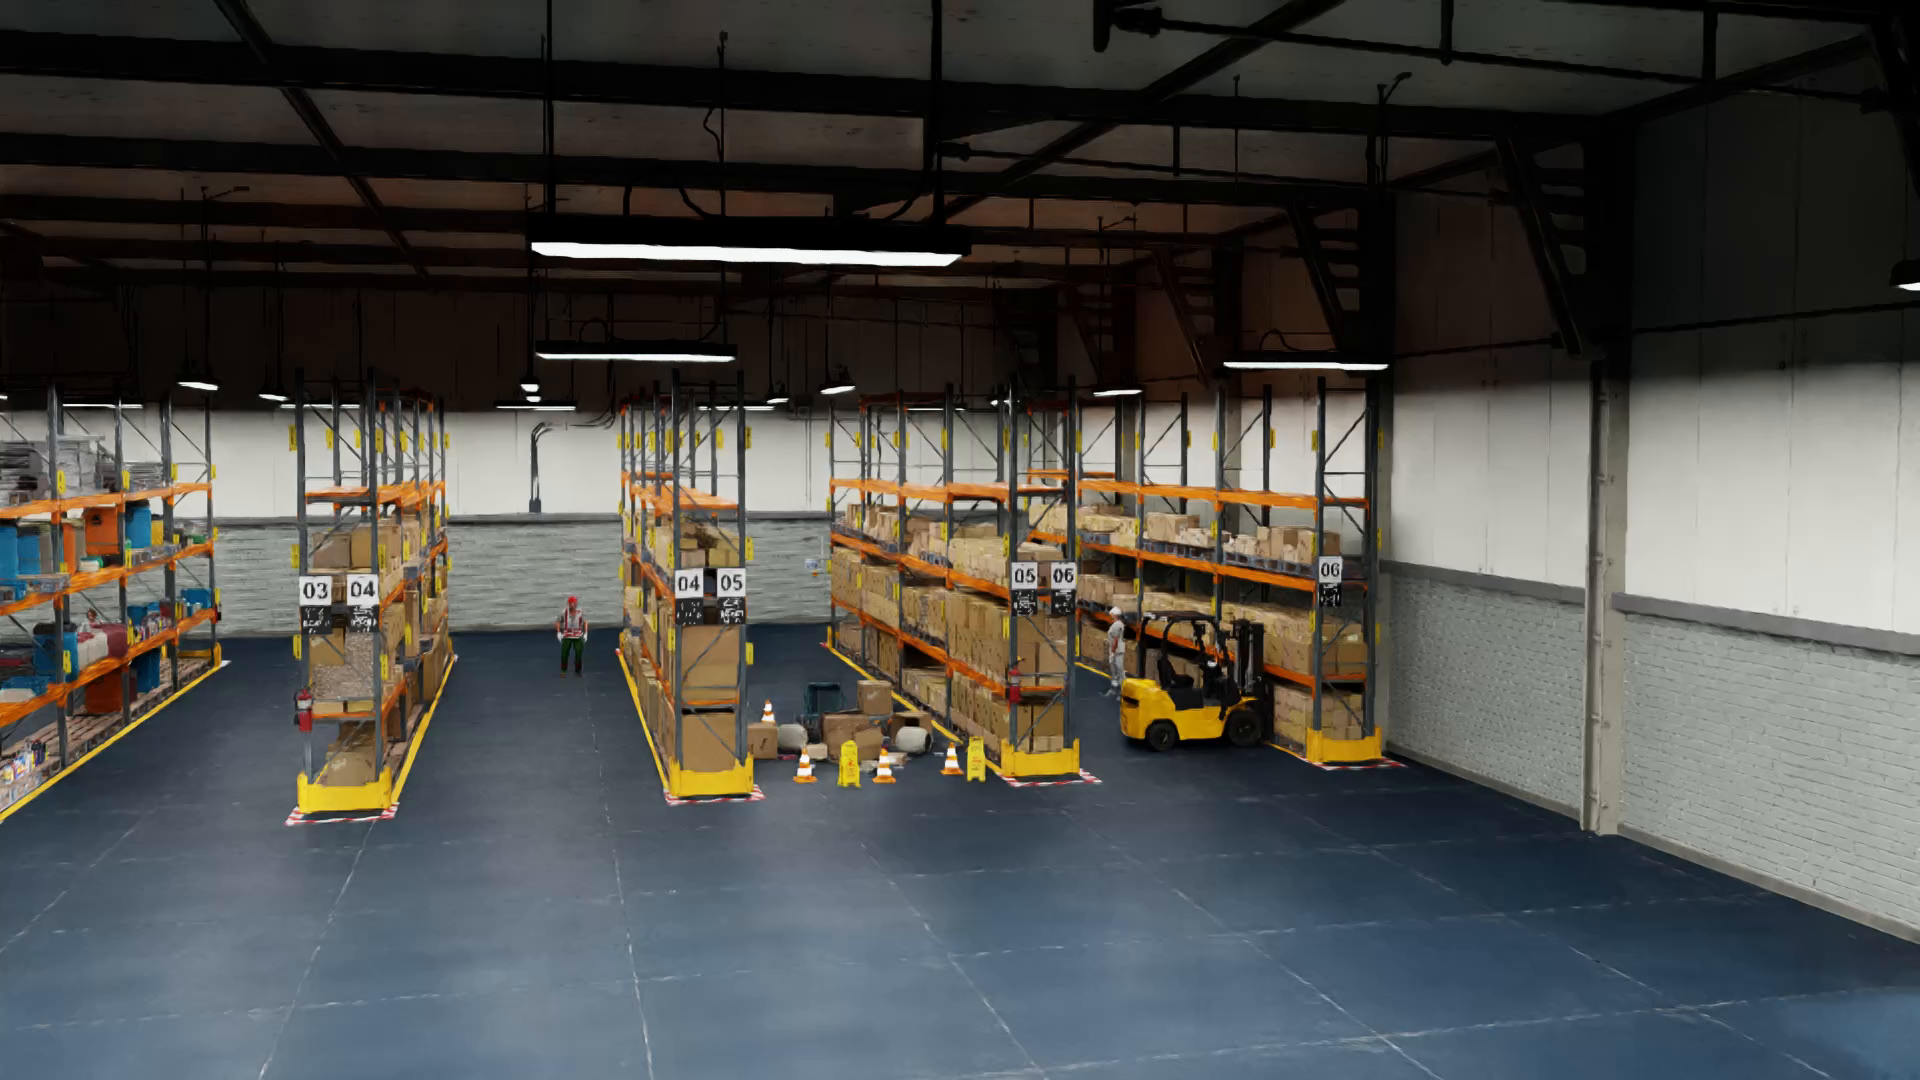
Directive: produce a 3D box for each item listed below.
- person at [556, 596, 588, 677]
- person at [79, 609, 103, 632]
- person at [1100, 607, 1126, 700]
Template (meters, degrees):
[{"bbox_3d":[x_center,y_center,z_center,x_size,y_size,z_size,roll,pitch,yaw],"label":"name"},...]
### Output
[{"bbox_3d":[-8.185,2.047,35.103,0.677,1.741,0.552,-1,4,-15],"label":"person"},{"bbox_3d":[-18.005,2.177,34.555,0.566,1.540,0.516,-1,4,-16],"label":"person"},{"bbox_3d":[2.978,2.179,32.109,0.571,1.786,0.648,1,3,8],"label":"person"}]
